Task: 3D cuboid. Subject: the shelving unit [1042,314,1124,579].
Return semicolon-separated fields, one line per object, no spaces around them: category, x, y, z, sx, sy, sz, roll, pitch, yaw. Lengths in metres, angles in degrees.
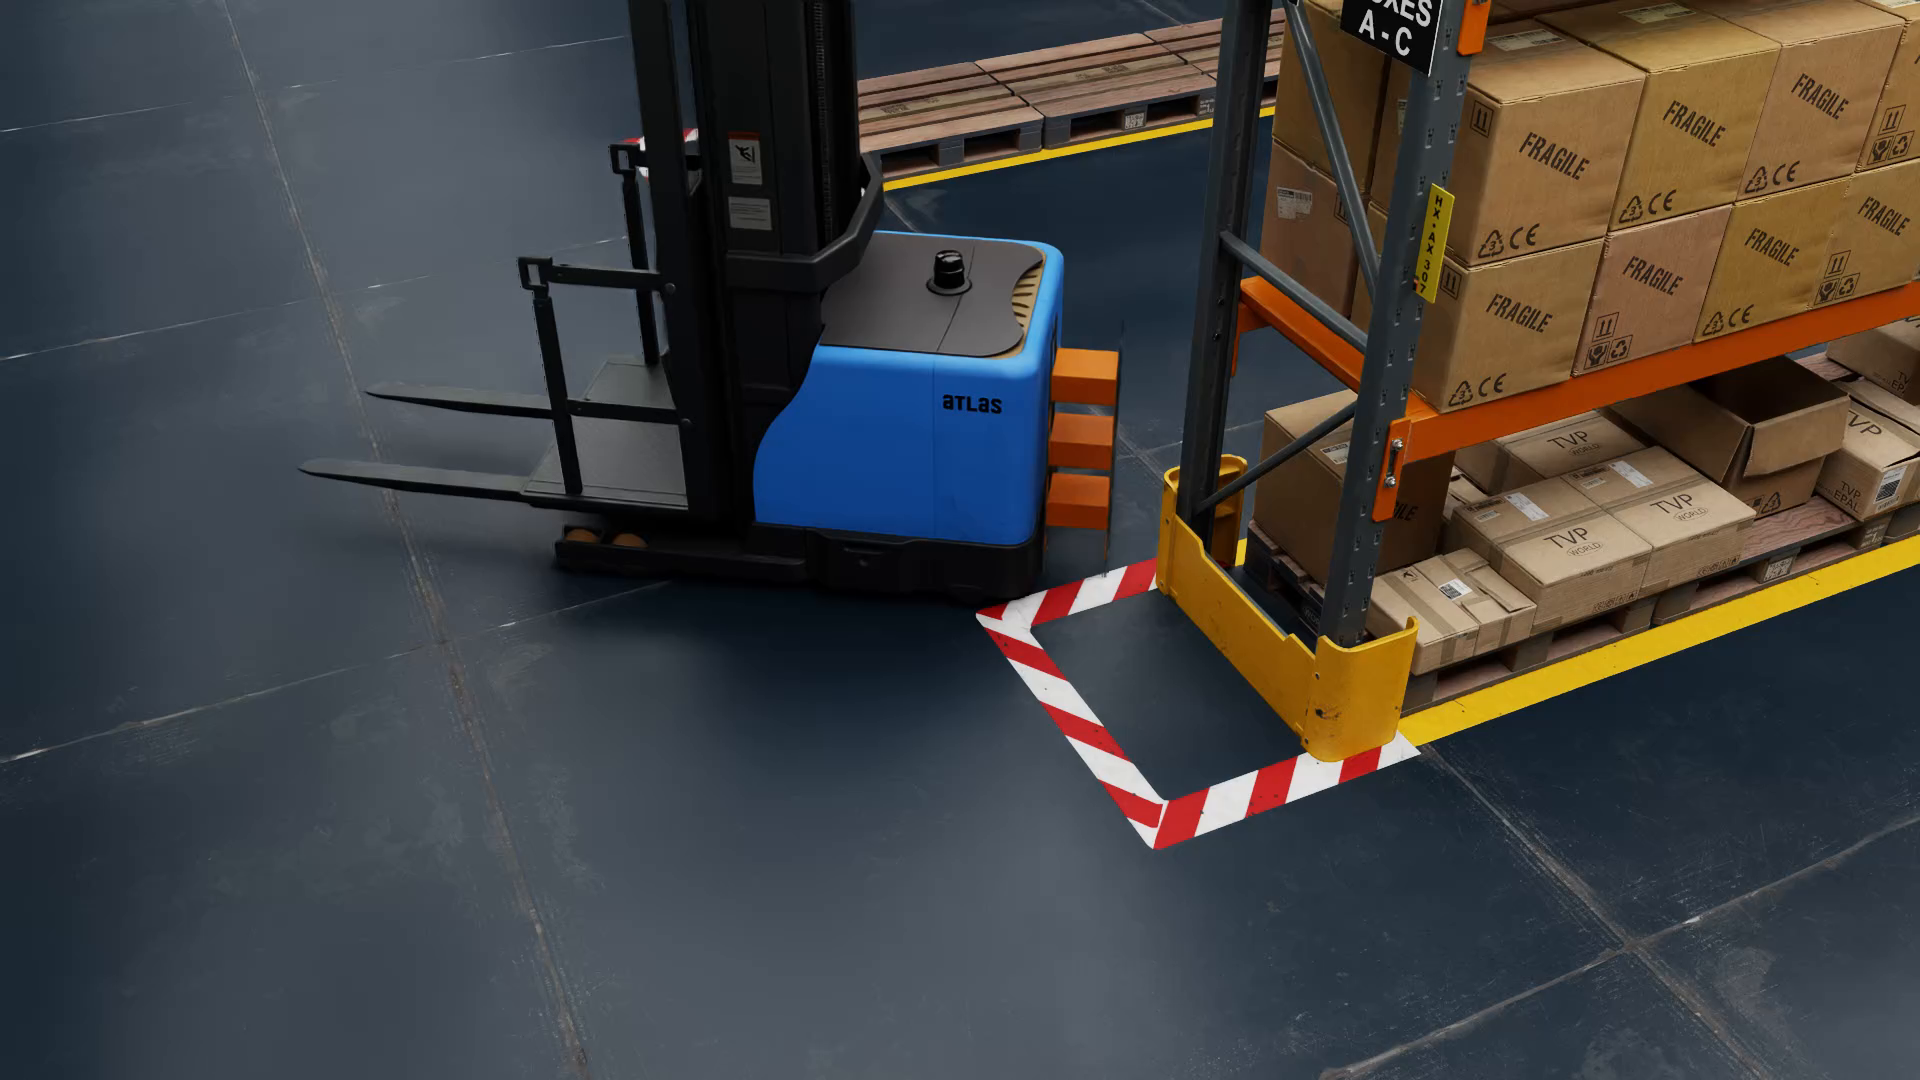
shelving unit;0.463;-0.338;6.324;0.252;1.050;0.215;5;37;6

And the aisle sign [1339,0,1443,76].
aisle sign;1.142;-1.634;4.253;0.004;0.787;0.394;-16;39;-20

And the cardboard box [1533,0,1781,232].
cardboard box;2.062;-1.314;5.080;0.500;0.500;0.500;-15;39;-19

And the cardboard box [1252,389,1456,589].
cardboard box;1.466;-0.209;6.242;0.500;0.500;0.500;-16;39;-20

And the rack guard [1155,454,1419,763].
rack guard;1.148;0.219;6.035;0.348;0.500;1.175;-16;39;-20

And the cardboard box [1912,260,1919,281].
cardboard box;3.426;-1.291;5.888;0.500;0.500;0.500;-15;39;-19

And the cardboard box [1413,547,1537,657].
cardboard box;1.830;0.212;5.956;0.250;0.166;0.380;-16;39;-20

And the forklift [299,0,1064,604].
forklift;-1.142;-1.339;6.095;3.031;2.935;1.130;5;37;7

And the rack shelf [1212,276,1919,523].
rack shelf;2.889;-0.983;6.161;4.000;0.370;1.077;-16;39;-20

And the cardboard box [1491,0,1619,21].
cardboard box;1.822;-1.597;5.461;0.500;0.500;0.500;-15;39;-19

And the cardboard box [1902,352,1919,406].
cardboard box;4.304;-0.654;6.842;0.500;0.500;0.500;-16;39;-20

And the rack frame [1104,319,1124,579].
rack frame;0.583;-0.328;6.310;0.008;1.050;0.200;5;37;6

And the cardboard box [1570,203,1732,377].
cardboard box;2.057;-0.909;5.374;0.500;0.500;0.500;-16;39;-20

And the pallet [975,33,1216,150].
pallet;0.843;-2.812;10.364;1.213;0.211;1.003;-16;39;-20

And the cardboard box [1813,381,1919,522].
cardboard box;3.626;-0.388;6.643;0.500;0.311;0.500;-16;39;-20

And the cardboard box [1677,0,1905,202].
cardboard box;2.517;-1.438;5.247;0.500;0.500;0.500;-15;39;-19

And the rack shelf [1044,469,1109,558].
rack shelf;0.462;-0.106;6.496;0.240;0.259;0.215;5;37;6

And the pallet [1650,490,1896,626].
pallet;2.972;-0.173;6.807;1.213;0.211;1.003;-16;39;-20

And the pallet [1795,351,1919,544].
pallet;4.078;-0.485;7.226;1.213;0.211;1.003;-16;39;-20

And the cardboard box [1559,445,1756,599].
cardboard box;2.597;-0.076;6.273;0.500;0.250;0.500;-16;39;-20

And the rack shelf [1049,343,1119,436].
rack shelf;0.463;-0.557;6.161;0.240;0.259;0.215;5;37;6

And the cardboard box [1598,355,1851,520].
cardboard box;3.001;-0.474;6.597;0.637;0.503;0.797;-16;39;-20

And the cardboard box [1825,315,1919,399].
cardboard box;4.228;-0.885;7.313;0.500;0.311;0.500;-16;39;-20

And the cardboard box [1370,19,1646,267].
cardboard box;1.592;-1.177;4.896;0.500;0.500;0.500;-14;39;-19

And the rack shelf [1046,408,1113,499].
rack shelf;0.463;-0.329;6.330;0.240;0.259;0.215;5;37;6

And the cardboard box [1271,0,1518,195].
cardboard box;1.365;-1.468;5.288;0.500;0.500;0.500;-16;39;-20

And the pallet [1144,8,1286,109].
pallet;1.949;-3.123;10.784;1.213;0.211;1.003;-16;39;-20

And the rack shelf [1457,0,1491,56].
rack shelf;2.889;-2.188;5.267;4.000;0.370;1.077;-16;39;-20

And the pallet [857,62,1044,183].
pallet;-0.259;-2.506;9.951;1.213;0.211;1.003;-16;39;-20

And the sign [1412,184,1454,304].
sign;1.309;-0.821;4.612;0.005;0.325;0.100;-16;39;-20

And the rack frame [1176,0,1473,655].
rack frame;1.079;-0.766;5.264;0.127;3.000;1.000;-16;39;-20

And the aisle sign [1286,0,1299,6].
aisle sign;0.887;-1.958;4.689;0.004;0.787;0.394;-16;39;-20

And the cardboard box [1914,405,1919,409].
cardboard box;3.991;-0.385;6.775;0.250;0.149;0.380;-16;39;-20

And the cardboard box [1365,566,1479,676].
cardboard box;1.604;0.282;5.875;0.250;0.149;0.380;-16;39;-20

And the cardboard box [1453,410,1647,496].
cardboard box;2.339;-0.333;6.619;0.500;0.250;0.500;-16;39;-20

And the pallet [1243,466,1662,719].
pallet;1.869;0.133;6.394;1.213;0.211;1.003;-16;39;-20

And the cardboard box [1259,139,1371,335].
cardboard box;1.369;-1.066;5.585;0.500;0.500;0.500;-14;39;-19

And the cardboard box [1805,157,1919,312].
cardboard box;2.966;-1.160;5.713;0.500;0.500;0.500;-15;39;-19

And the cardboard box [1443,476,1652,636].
cardboard box;2.144;0.051;6.102;0.500;0.250;0.500;-16;39;-20

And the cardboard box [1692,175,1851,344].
cardboard box;2.513;-1.035;5.543;0.500;0.500;0.500;-16;39;-20

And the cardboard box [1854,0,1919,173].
cardboard box;2.977;-1.567;5.421;0.500;0.500;0.500;-16;39;-20

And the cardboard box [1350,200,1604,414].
cardboard box;1.592;-0.776;5.194;0.500;0.500;0.500;-15;39;-19

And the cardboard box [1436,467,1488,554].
cardboard box;1.871;-0.129;6.415;0.250;0.166;0.380;-16;39;-20

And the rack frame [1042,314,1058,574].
rack frame;0.342;-0.348;6.337;0.008;1.050;0.200;5;37;6
